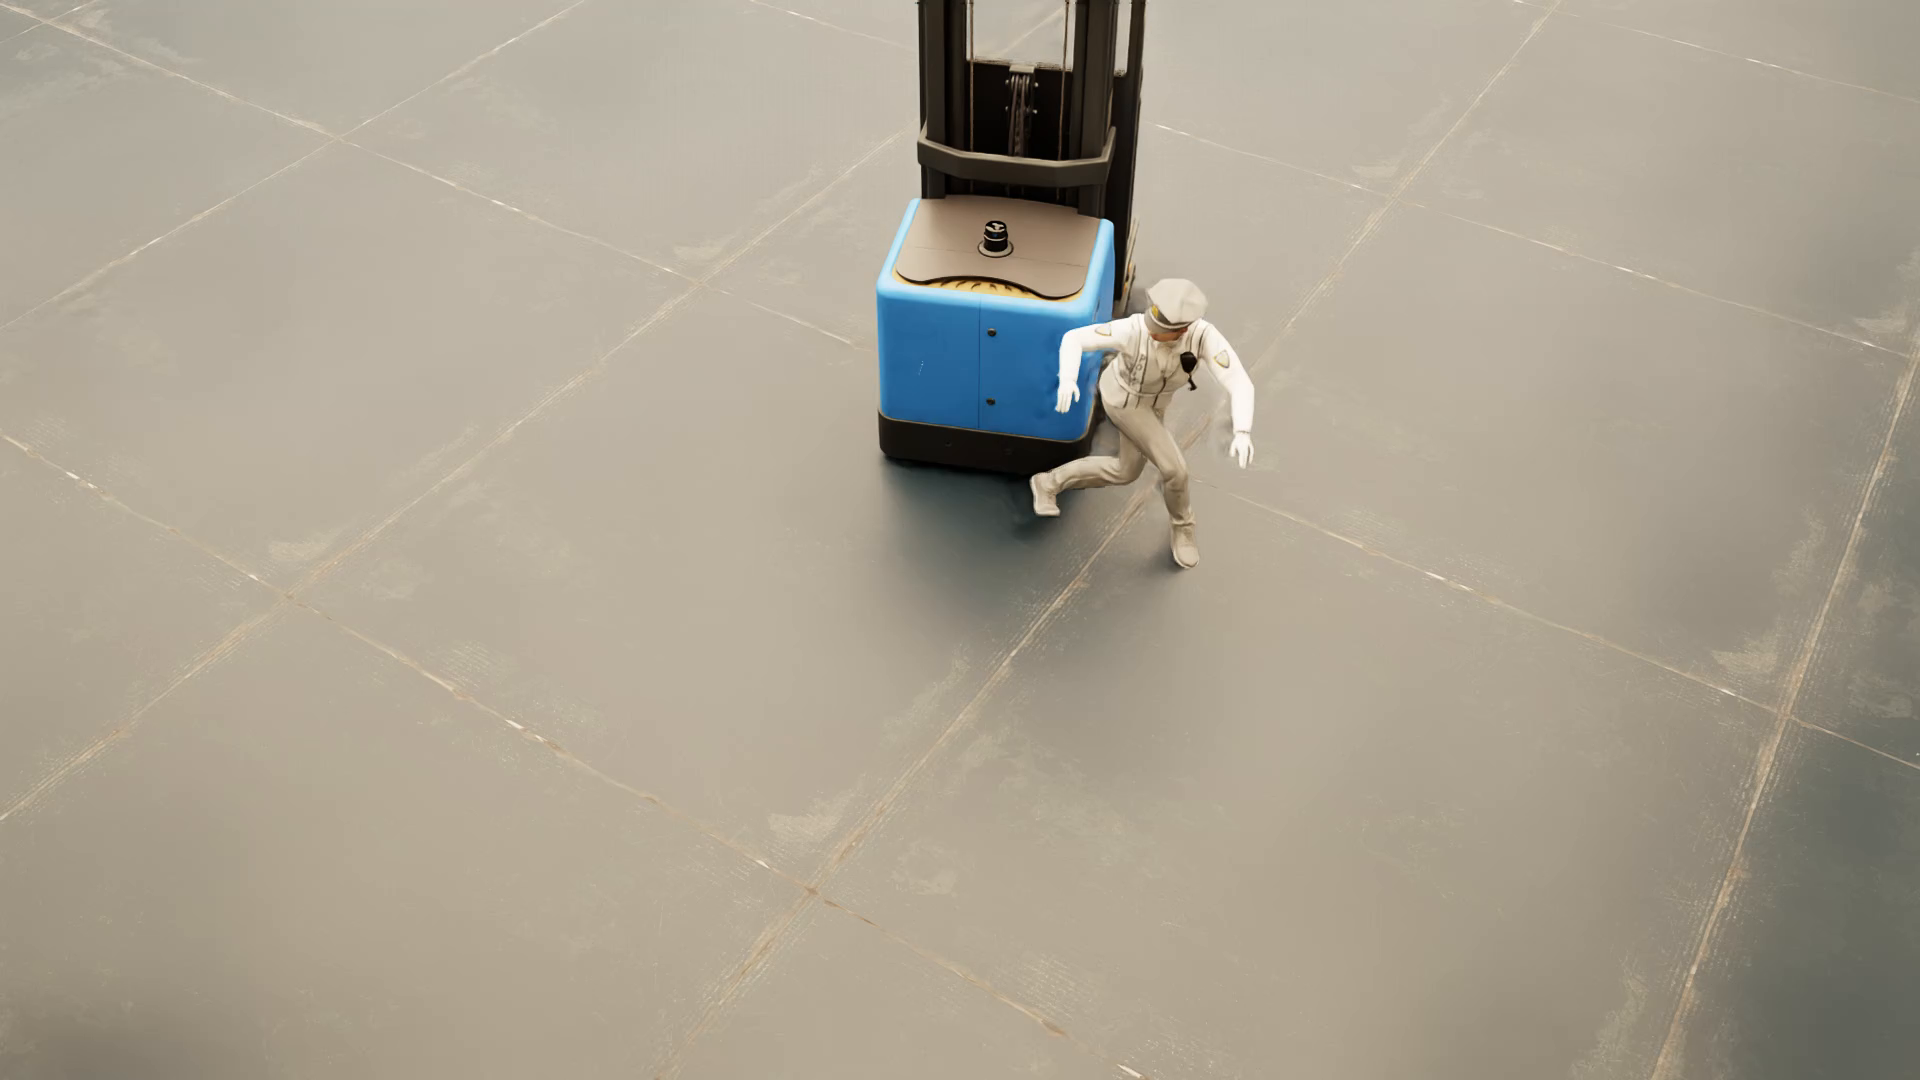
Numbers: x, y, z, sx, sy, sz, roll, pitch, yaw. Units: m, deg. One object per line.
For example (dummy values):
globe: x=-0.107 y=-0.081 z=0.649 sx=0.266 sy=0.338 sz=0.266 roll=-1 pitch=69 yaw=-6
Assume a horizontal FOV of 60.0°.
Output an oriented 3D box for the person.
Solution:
person: x=0.800 y=-0.467 z=7.432 sx=0.821 sy=1.464 sz=1.065 roll=-24 pitch=49 yaw=-23

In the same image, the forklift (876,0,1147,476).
forklift: x=0.389 y=-2.387 z=8.366 sx=1.130 sy=2.935 sz=3.031 roll=8 pitch=44 yaw=8
